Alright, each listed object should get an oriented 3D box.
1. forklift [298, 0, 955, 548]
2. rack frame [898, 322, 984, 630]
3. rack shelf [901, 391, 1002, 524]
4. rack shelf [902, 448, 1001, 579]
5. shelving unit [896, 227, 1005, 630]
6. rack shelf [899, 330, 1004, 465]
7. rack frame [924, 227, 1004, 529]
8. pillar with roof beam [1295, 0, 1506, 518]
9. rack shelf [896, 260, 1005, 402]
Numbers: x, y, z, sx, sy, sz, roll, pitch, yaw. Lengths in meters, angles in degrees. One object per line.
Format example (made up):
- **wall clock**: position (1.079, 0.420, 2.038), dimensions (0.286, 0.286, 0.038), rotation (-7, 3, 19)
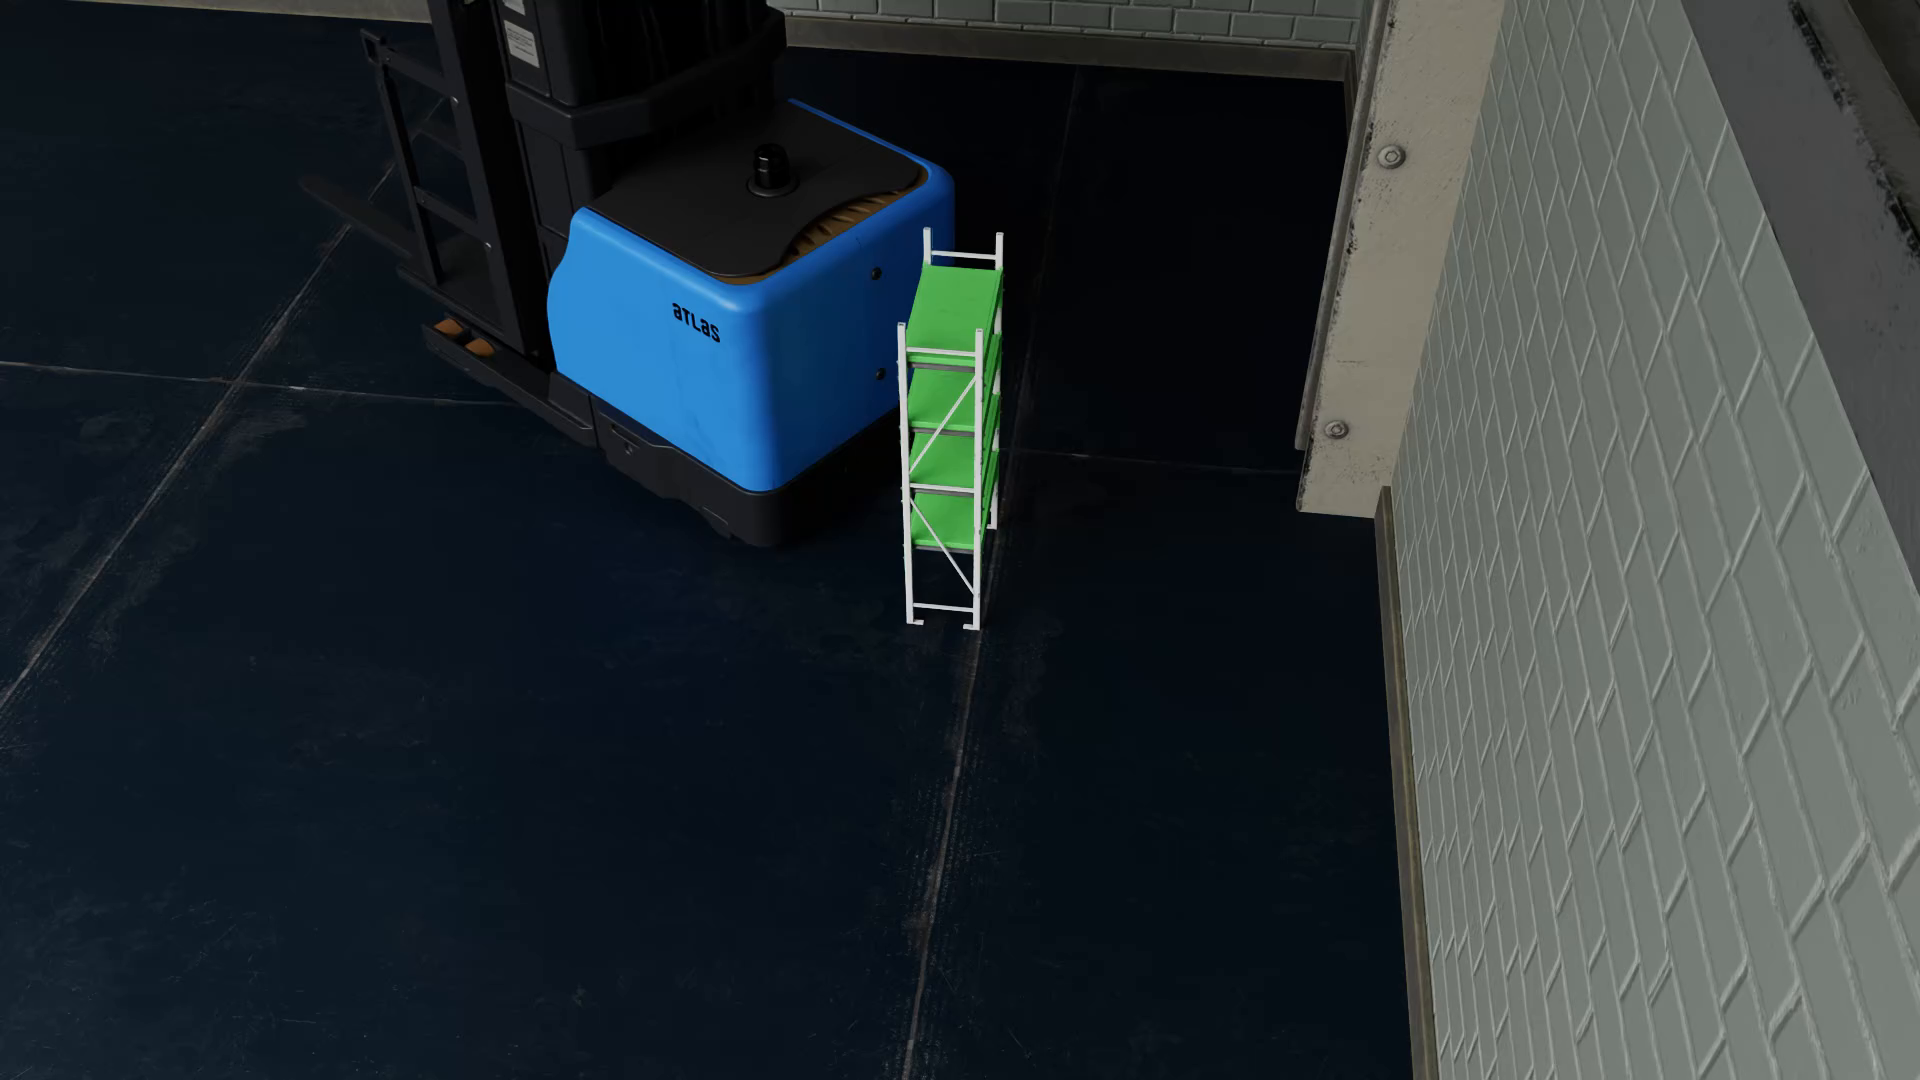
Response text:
- **forklift**: position (-1.442, -1.912, 5.637), dimensions (3.031, 2.935, 1.130), rotation (31, 51, 29)
- **rack frame**: position (-0.054, -0.157, 5.043), dimensions (0.240, 1.200, 0.015), rotation (5, 44, 6)
- **rack shelf**: position (-0.022, -0.276, 5.262), dimensions (0.258, 0.148, 0.480), rotation (5, 44, 6)
- **rack shelf**: position (-0.022, -0.102, 5.427), dimensions (0.258, 0.148, 0.480), rotation (5, 44, 6)
- **shelving unit**: position (-0.022, -0.323, 5.218), dimensions (0.258, 1.200, 0.503), rotation (5, 44, 6)
- **rack shelf**: position (-0.022, -0.451, 5.097), dimensions (0.258, 0.148, 0.480), rotation (5, 44, 6)
- **rack frame**: position (0.010, -0.489, 5.394), dimensions (0.240, 1.200, 0.015), rotation (5, 44, 6)
- **pillar with roof beam**: position (-2.903, -3.882, 3.305), dimensions (9.100, 9.000, 0.400), rotation (5, 44, 6)
- **rack shelf**: position (-0.022, -0.625, 4.932), dimensions (0.258, 0.148, 0.480), rotation (5, 44, 6)
